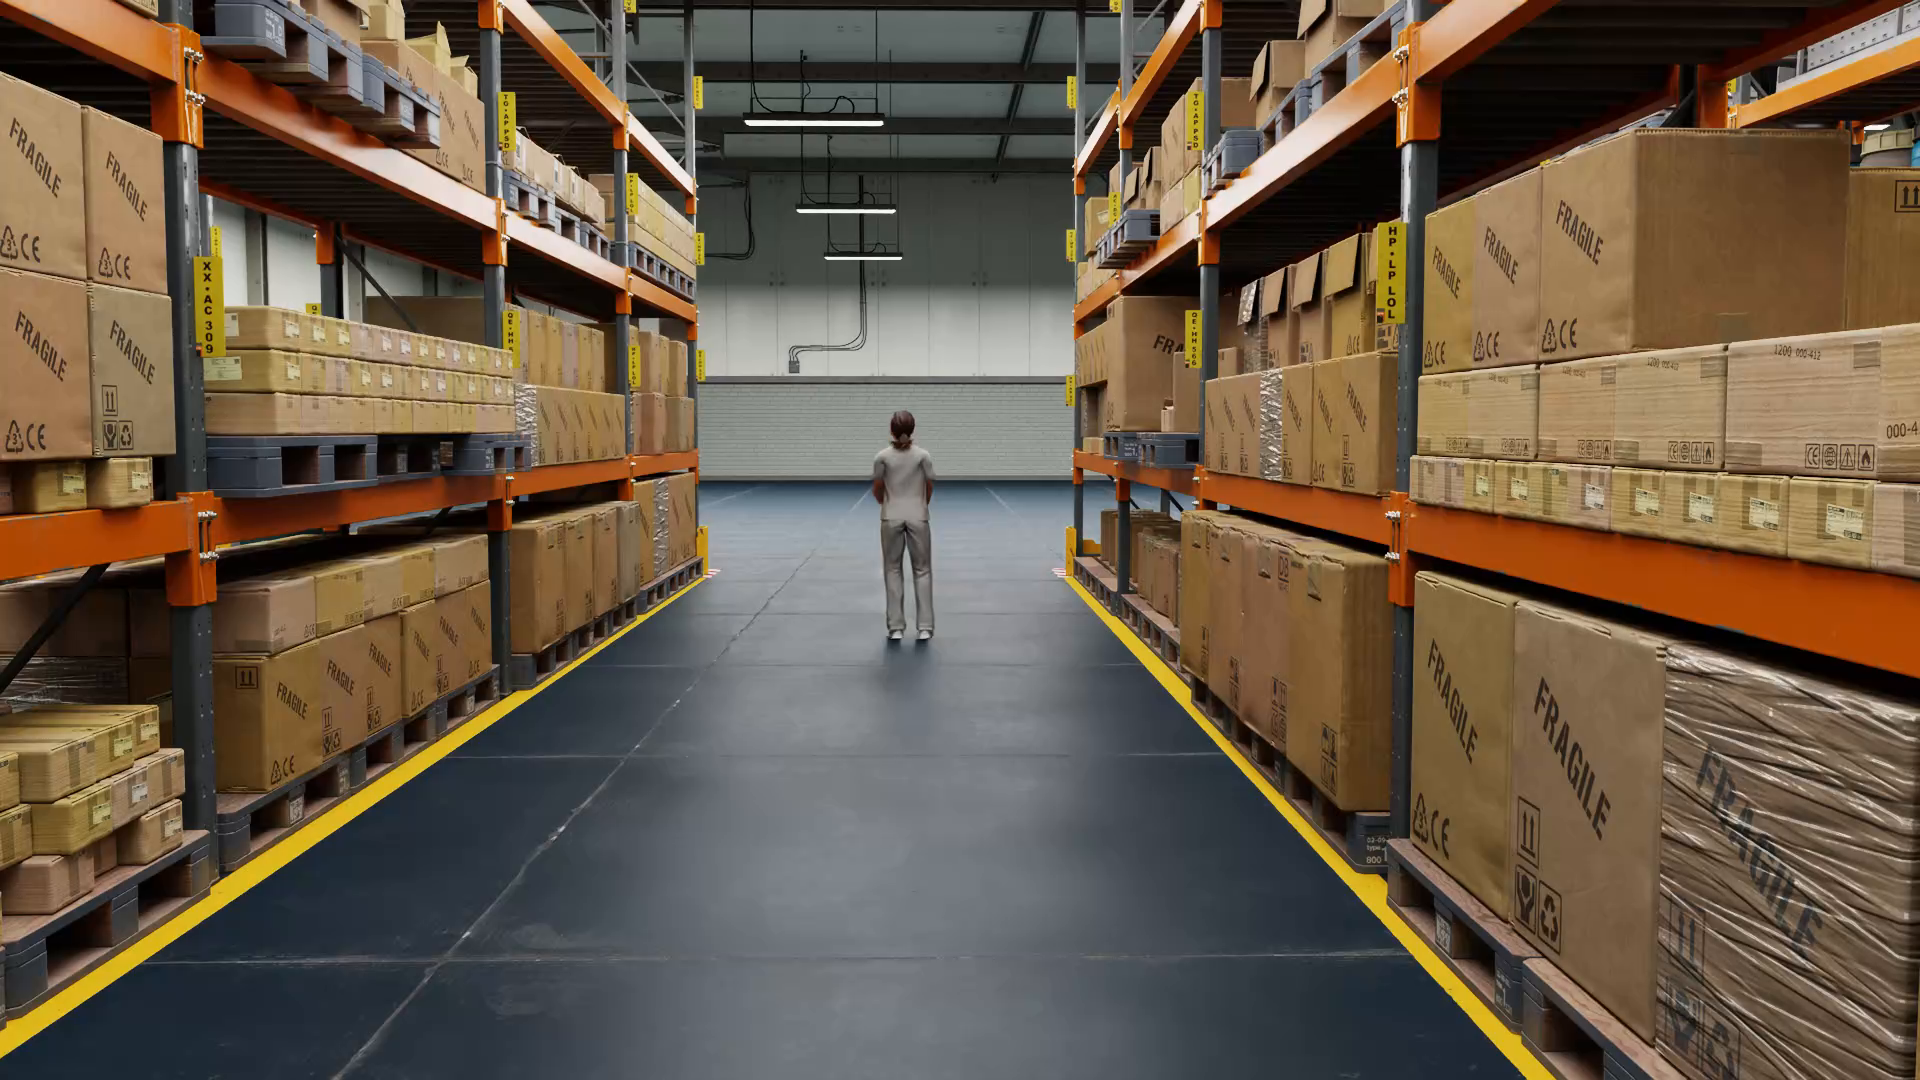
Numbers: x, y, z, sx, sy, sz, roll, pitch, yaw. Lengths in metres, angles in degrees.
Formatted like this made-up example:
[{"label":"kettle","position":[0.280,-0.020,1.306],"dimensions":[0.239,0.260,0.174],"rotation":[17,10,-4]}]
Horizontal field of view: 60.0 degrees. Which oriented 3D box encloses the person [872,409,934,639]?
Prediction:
[{"label":"person","position":[-0.412,-0.114,12.145],"dimensions":[0.452,1.676,0.534],"rotation":[0,4,-2]}]
